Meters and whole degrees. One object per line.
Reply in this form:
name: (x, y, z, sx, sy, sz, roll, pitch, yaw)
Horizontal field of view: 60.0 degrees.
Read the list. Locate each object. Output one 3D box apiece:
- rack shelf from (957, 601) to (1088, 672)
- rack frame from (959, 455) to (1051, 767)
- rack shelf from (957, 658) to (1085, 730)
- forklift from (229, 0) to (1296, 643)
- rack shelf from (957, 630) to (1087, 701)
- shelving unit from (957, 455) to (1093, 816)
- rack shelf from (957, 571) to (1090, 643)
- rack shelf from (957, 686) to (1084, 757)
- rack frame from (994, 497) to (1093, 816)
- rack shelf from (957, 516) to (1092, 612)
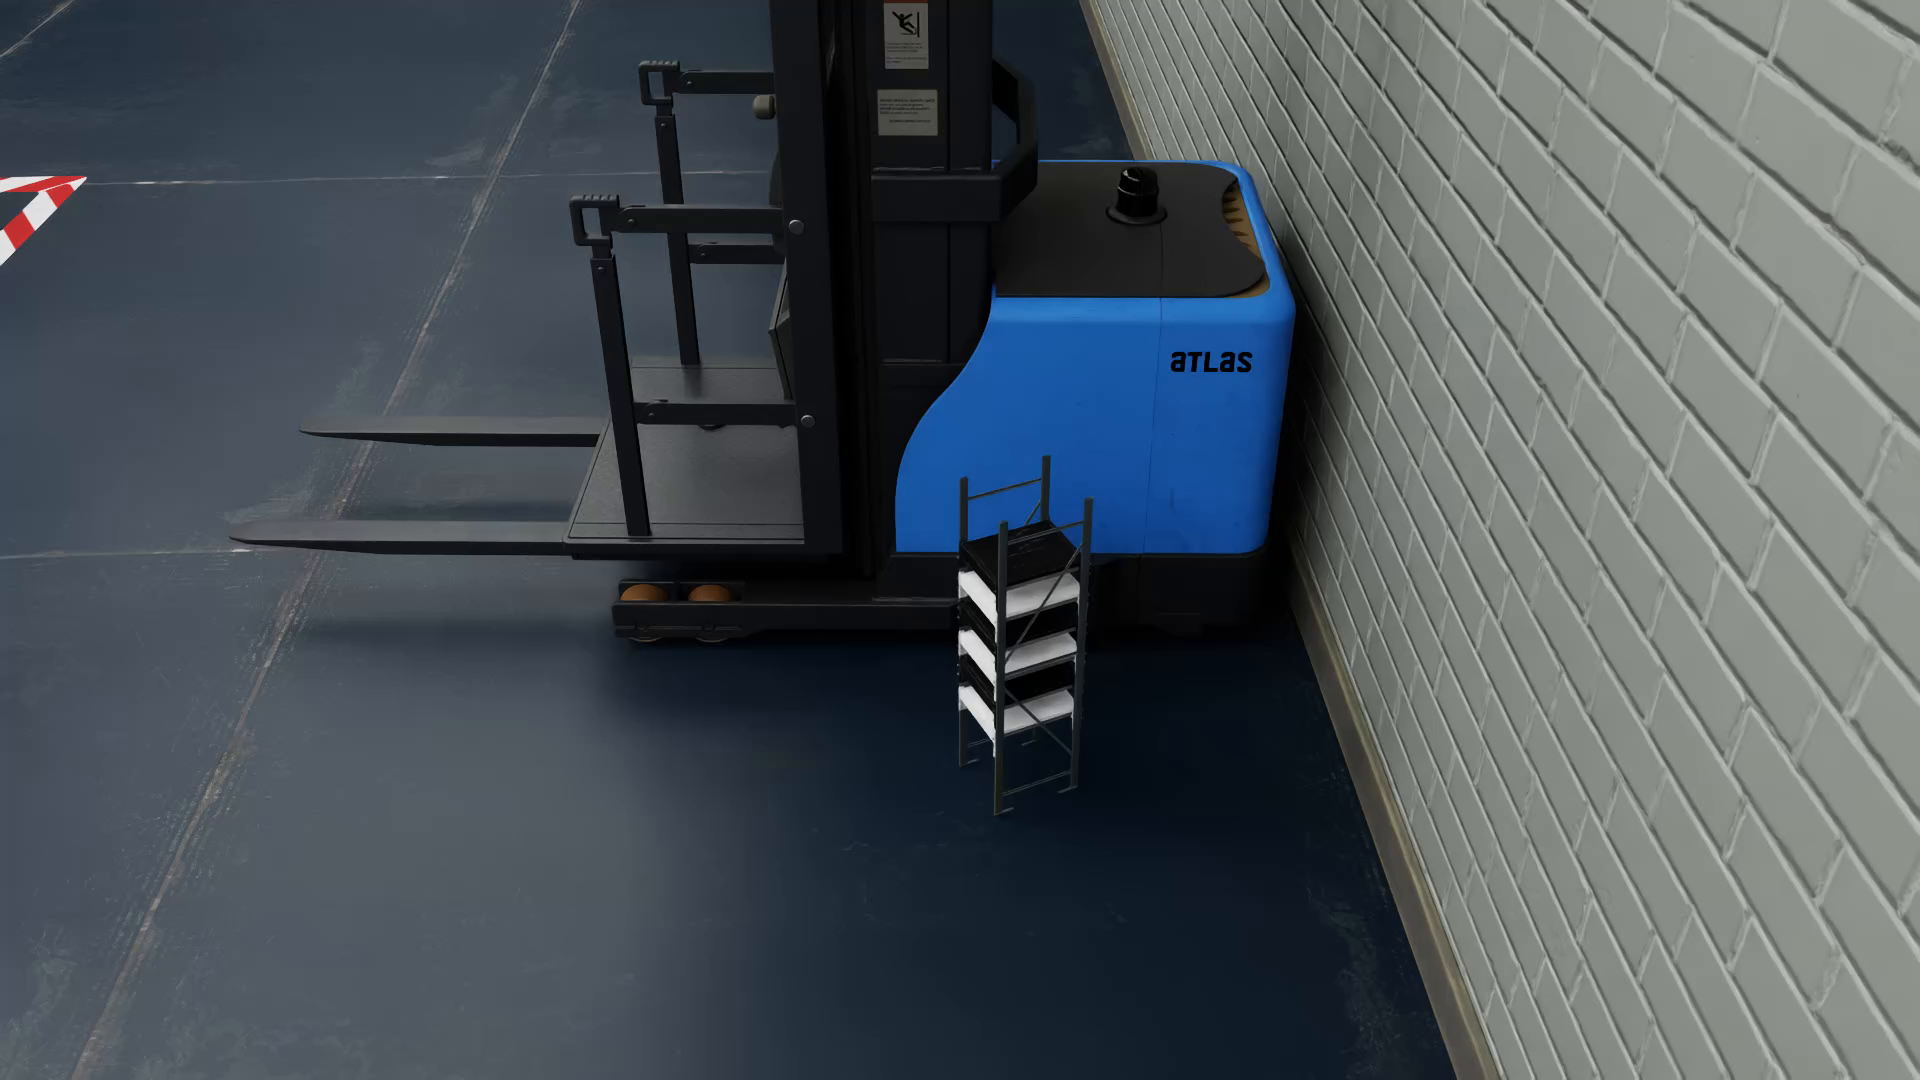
rack shelf: (0.152, 0.203, 4.066, 0.258, 0.077, 0.200, -15, 38, -21)
rack frame: (0.107, 0.198, 4.173, 0.240, 0.900, 0.006, -15, 38, -21)
rack shelf: (0.152, 0.351, 4.168, 0.258, 0.077, 0.200, -15, 38, -21)
forklift: (-0.626, -1.209, 4.422, 3.031, 2.935, 1.130, 0, 35, 1)
rack shelf: (0.152, 0.277, 4.117, 0.258, 0.077, 0.200, -15, 38, -21)
shelving unit: (0.152, 0.250, 4.098, 0.258, 0.900, 0.210, -15, 38, -21)
rack shelf: (0.152, 0.129, 4.015, 0.258, 0.077, 0.200, -15, 38, -21)
rack shelf: (0.152, 0.425, 4.220, 0.258, 0.077, 0.200, -15, 38, -21)
rack frame: (0.196, 0.302, 4.023, 0.240, 0.900, 0.006, -15, 38, -21)
rack shelf: (0.152, 0.055, 3.964, 0.258, 0.077, 0.200, -15, 38, -21)
